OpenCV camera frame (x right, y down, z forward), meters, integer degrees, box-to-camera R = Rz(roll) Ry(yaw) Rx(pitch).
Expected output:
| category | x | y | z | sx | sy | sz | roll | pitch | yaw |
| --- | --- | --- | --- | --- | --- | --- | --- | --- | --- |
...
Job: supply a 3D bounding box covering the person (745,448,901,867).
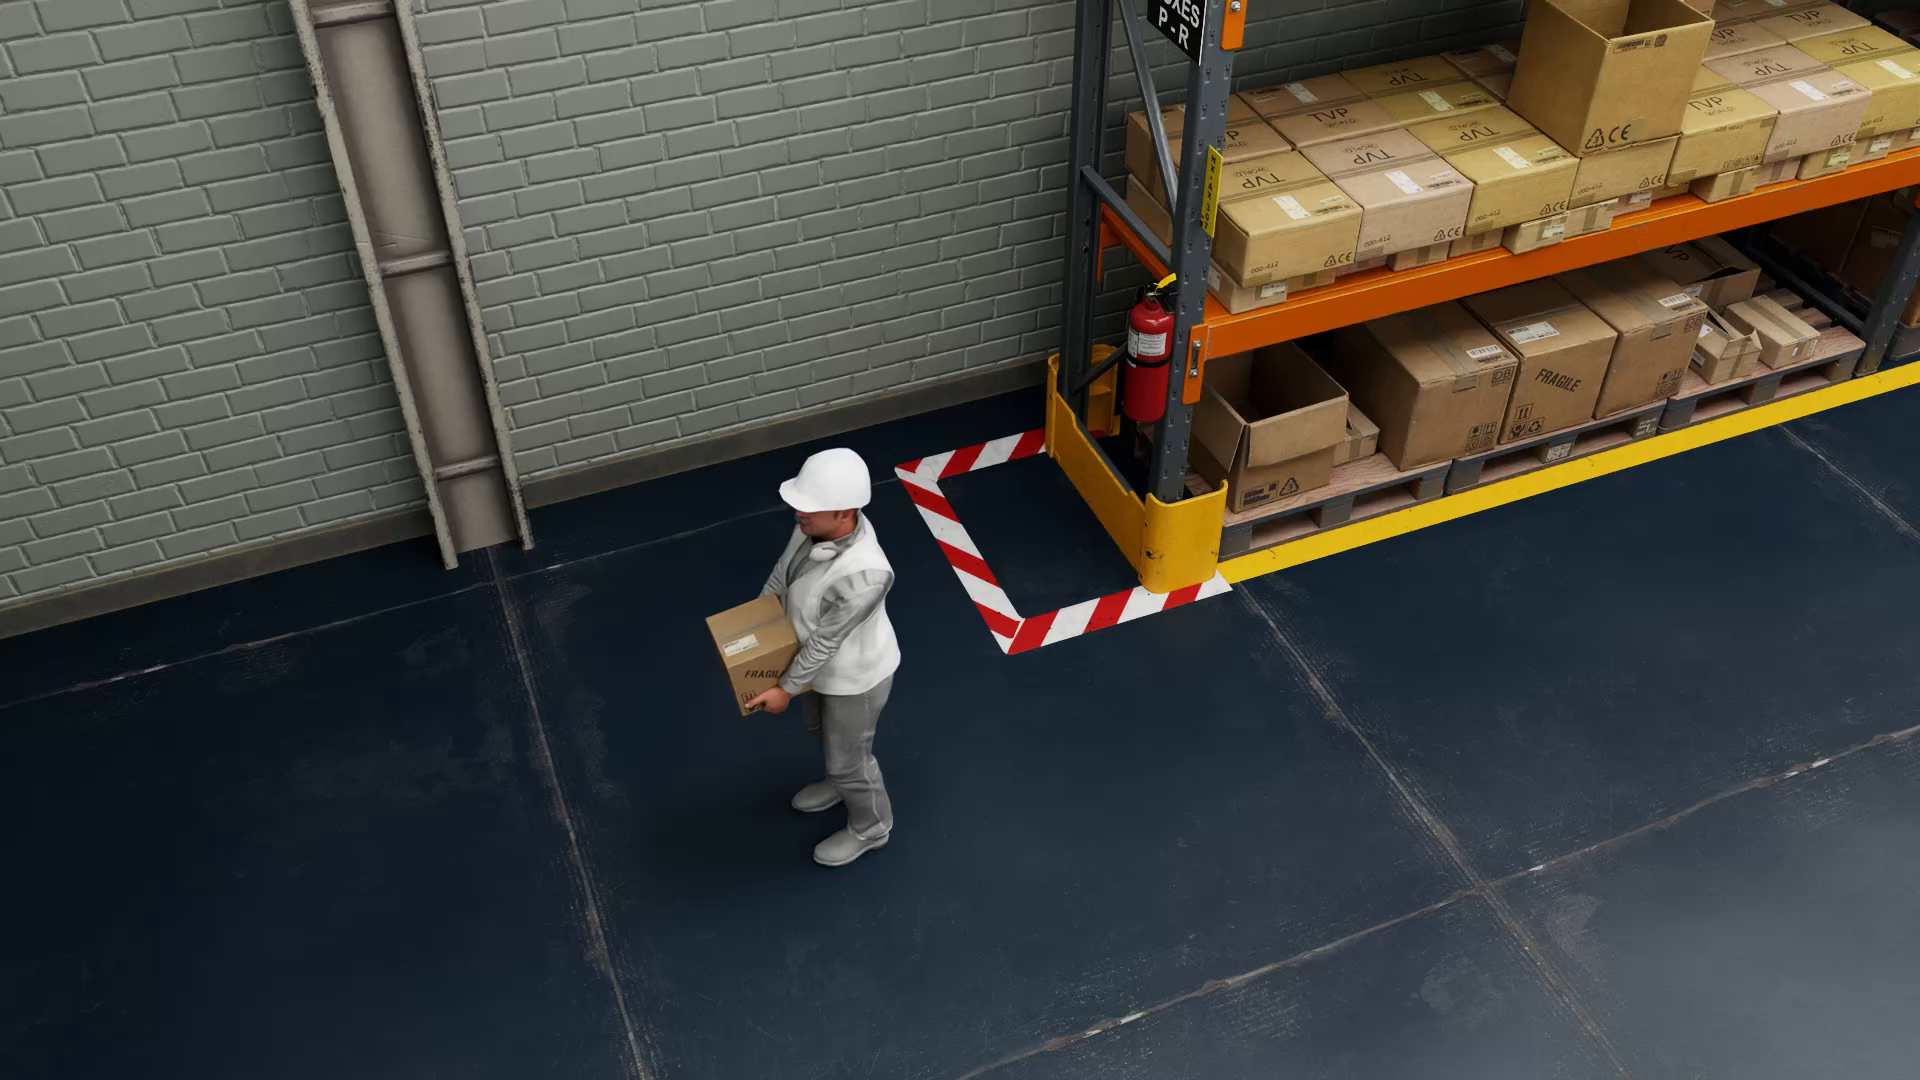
| category | x | y | z | sx | sy | sz | roll | pitch | yaw |
| --- | --- | --- | --- | --- | --- | --- | --- | --- | --- |
| person | -0.493 | 0.429 | 5.657 | 0.558 | 1.772 | 0.495 | -16 | 44 | -17 |
